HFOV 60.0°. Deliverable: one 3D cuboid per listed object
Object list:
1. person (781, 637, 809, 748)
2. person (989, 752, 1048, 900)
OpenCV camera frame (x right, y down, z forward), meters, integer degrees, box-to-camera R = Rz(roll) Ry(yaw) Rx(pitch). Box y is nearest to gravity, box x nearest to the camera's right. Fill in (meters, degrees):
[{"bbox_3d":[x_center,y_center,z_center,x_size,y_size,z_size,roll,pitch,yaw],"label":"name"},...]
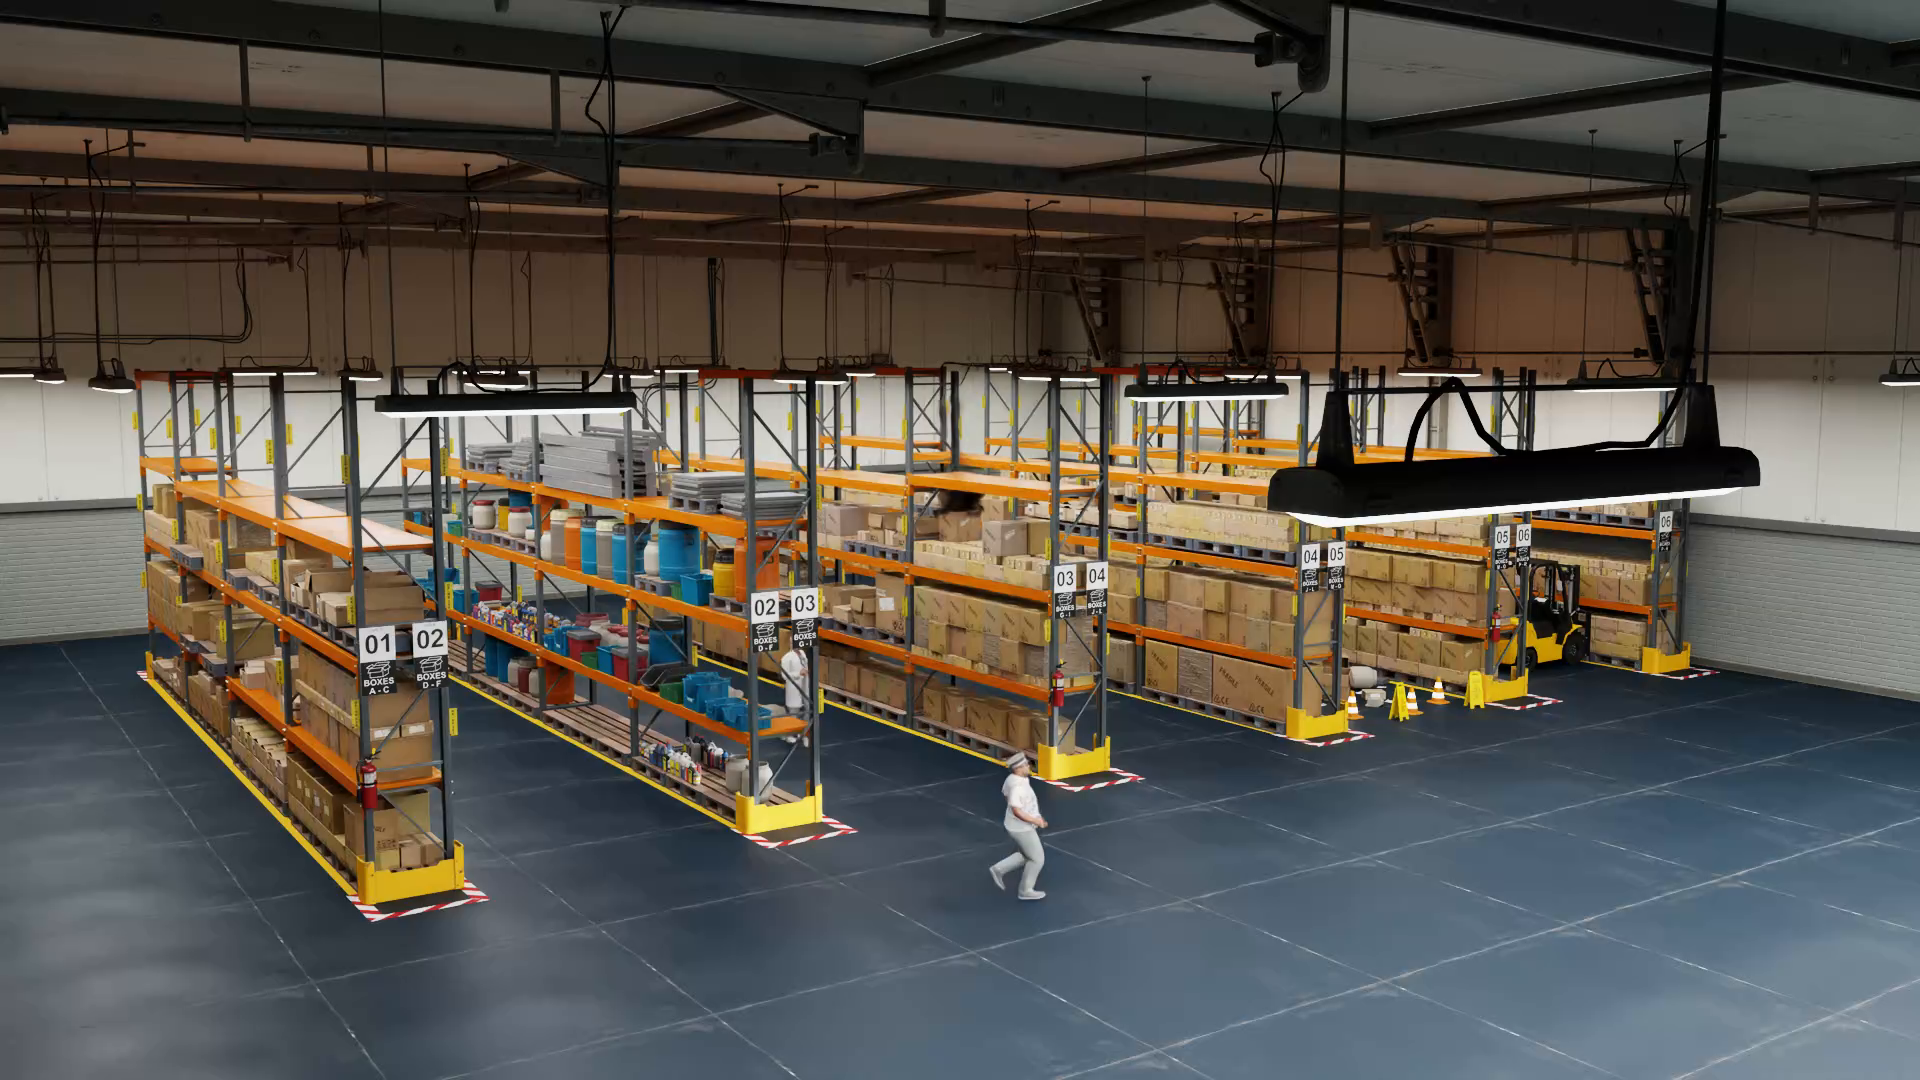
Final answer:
[{"bbox_3d":[-2.586,2.450,26.694,0.769,1.829,0.684,6,9,43],"label":"person"},{"bbox_3d":[0.674,3.302,19.226,0.644,1.733,0.664,-1,7,-9],"label":"person"}]
